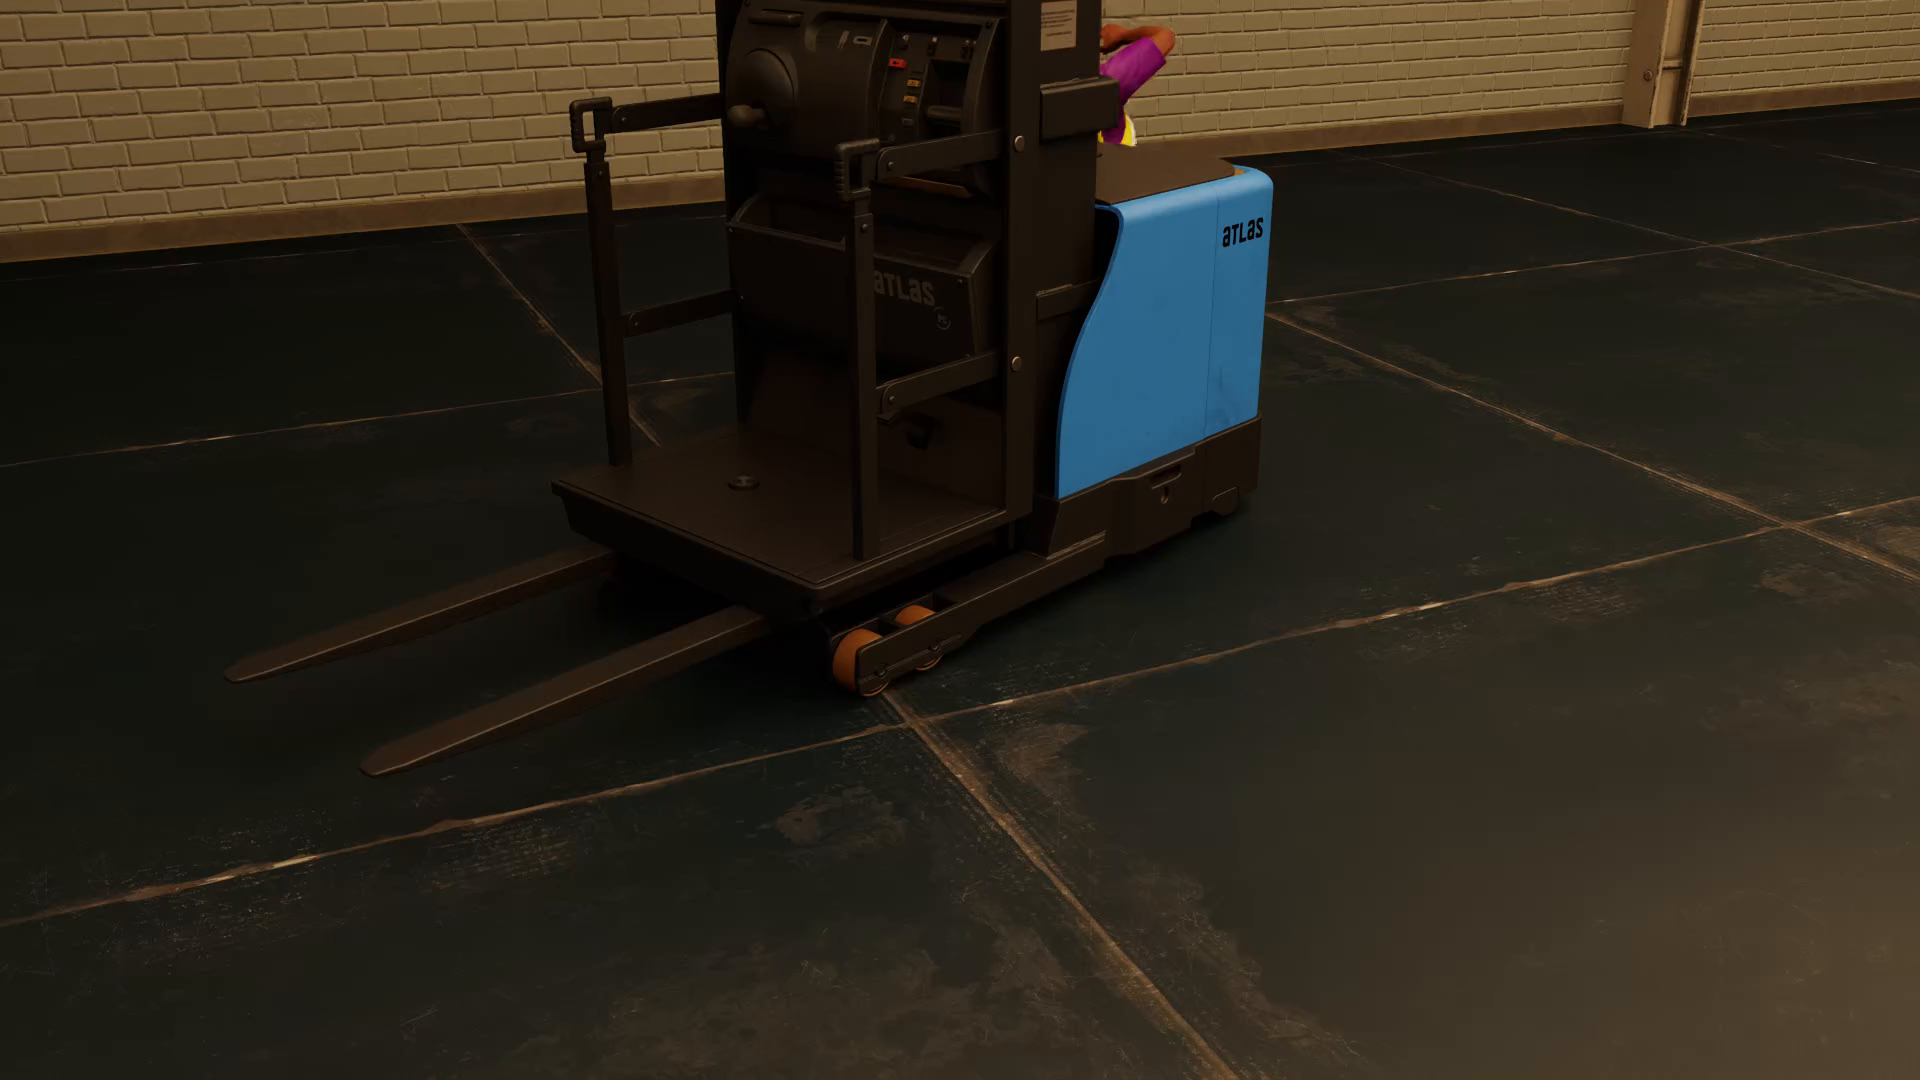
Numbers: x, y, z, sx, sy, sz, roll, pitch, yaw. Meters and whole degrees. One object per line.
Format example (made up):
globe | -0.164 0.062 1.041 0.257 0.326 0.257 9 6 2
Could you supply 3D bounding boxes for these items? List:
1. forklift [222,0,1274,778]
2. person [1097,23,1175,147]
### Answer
forklift | -0.413 -1.182 4.131 1.130 2.935 3.031 19 29 39
person | 0.450 -1.303 6.340 0.968 1.474 0.998 -6 23 -14
